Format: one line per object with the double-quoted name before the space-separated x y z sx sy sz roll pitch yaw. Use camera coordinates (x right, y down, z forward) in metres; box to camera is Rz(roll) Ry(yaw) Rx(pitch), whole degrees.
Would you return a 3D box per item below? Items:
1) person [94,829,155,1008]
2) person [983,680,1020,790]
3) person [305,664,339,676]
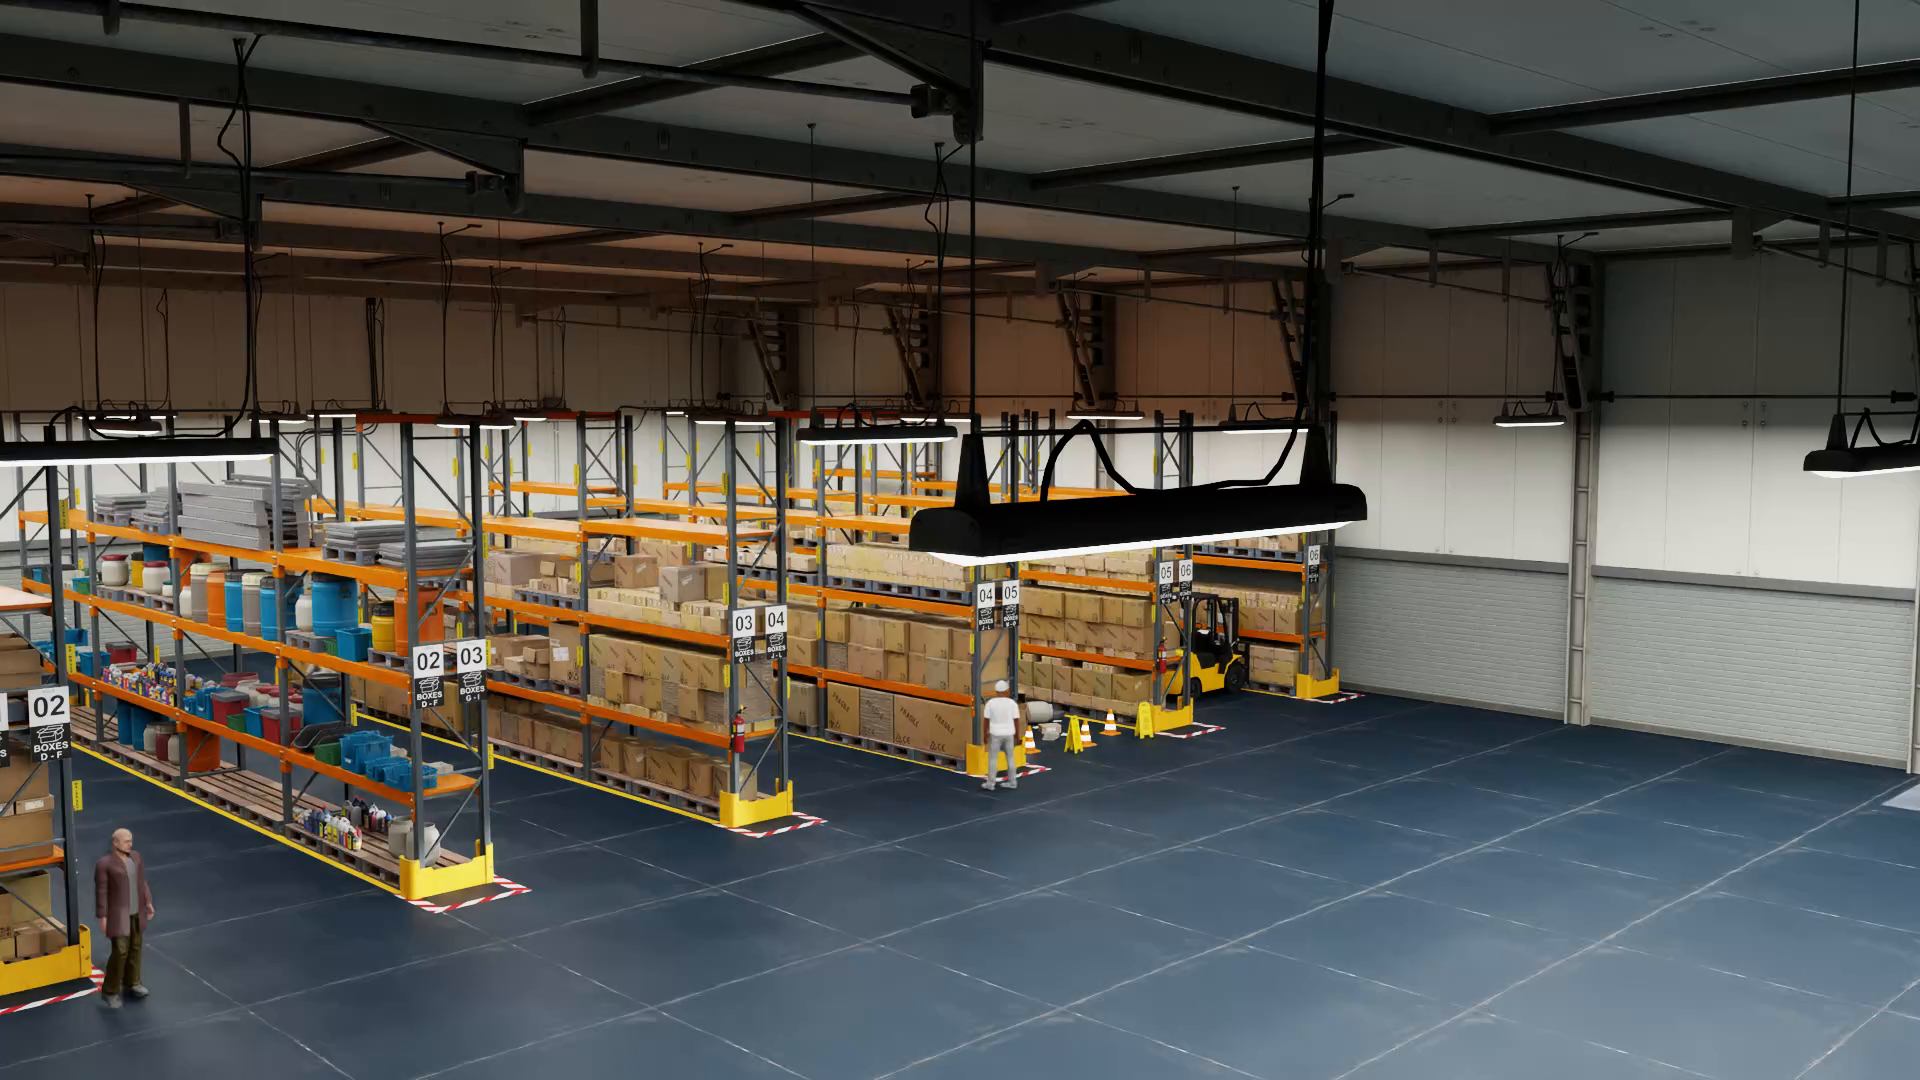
"person" -8.755 3.956 17.473 0.411 1.850 0.628 2 5 19
"person" 0.673 3.126 26.752 0.585 1.767 0.432 -1 5 -13
"person" -11.899 2.772 31.135 0.731 1.754 0.992 -5 7 -44
